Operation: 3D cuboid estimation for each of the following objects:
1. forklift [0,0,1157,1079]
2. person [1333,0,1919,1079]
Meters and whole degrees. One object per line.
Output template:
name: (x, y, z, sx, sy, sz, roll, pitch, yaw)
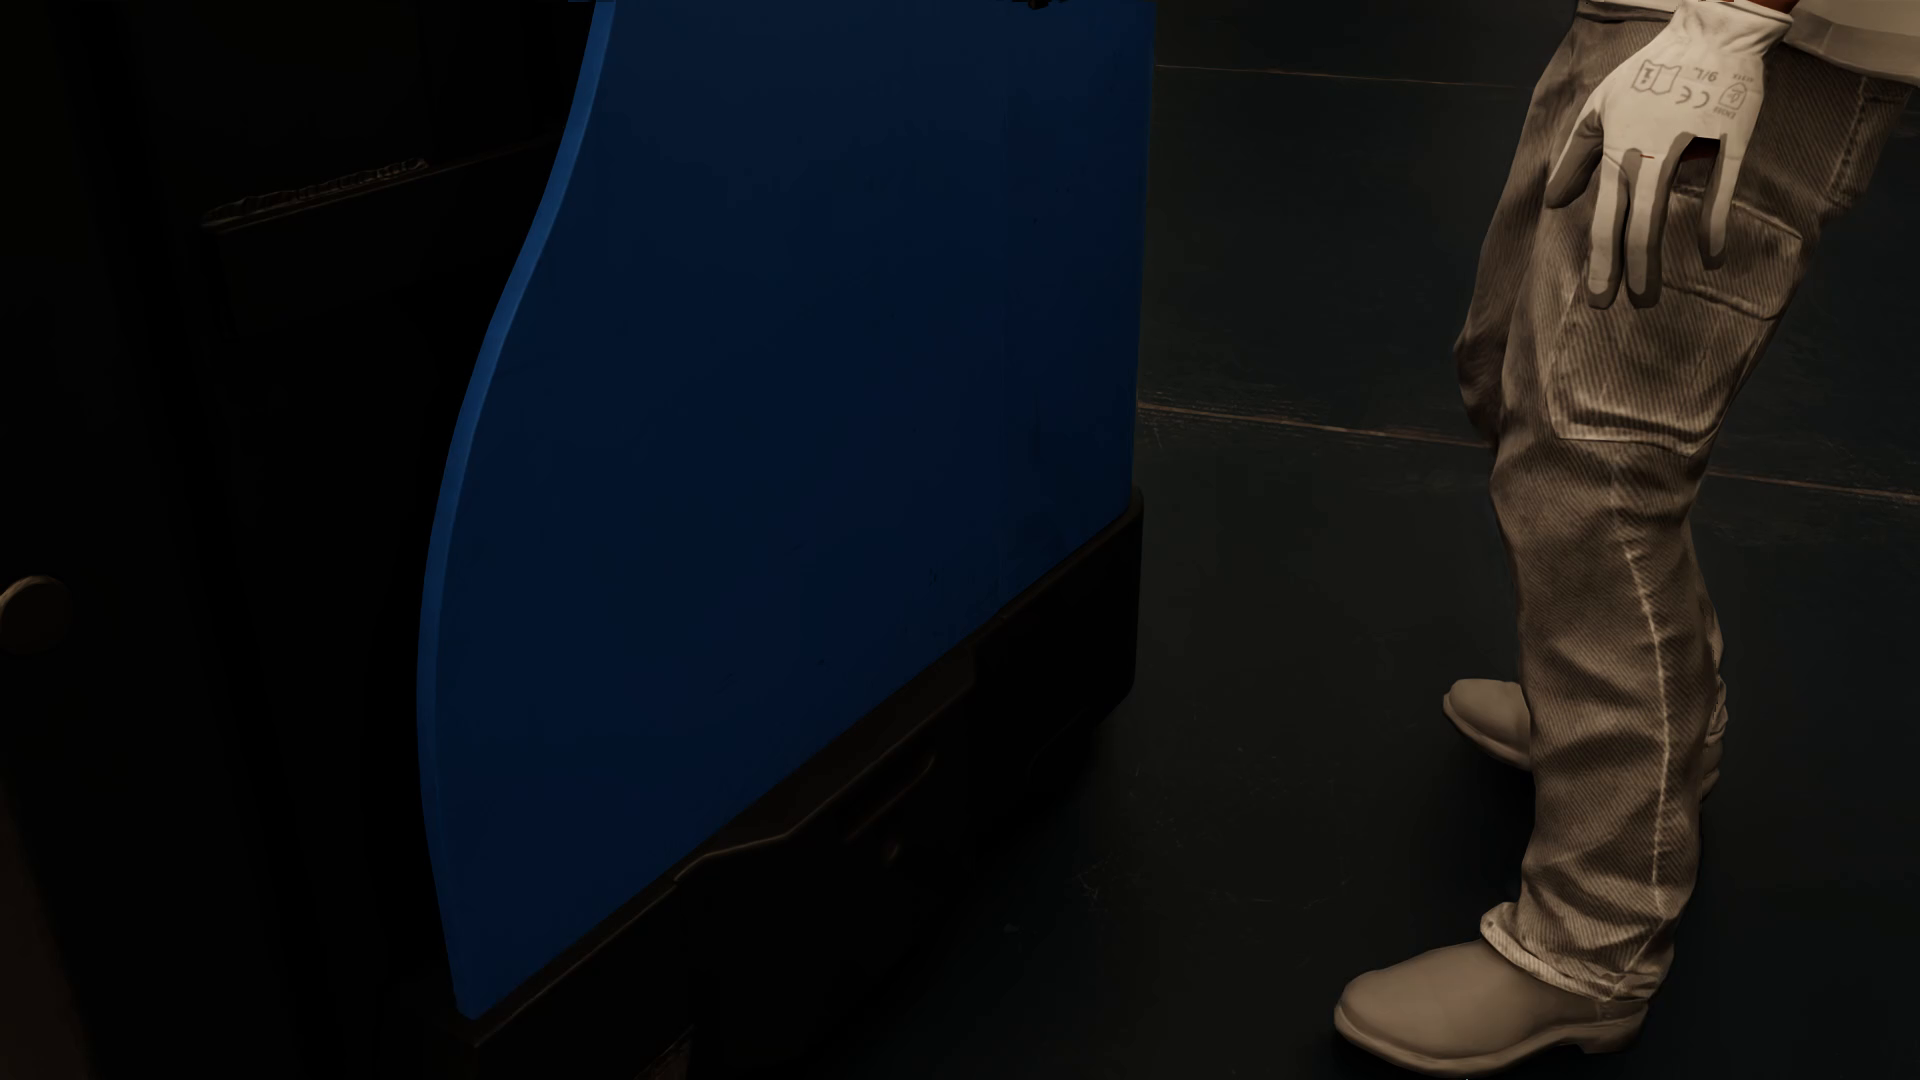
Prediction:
forklift: (-1.014, -0.647, 0.543, 1.130, 2.935, 3.031, 16, 31, 29)
person: (0.653, -0.448, 1.447, 0.399, 1.752, 0.840, 8, 28, 16)
